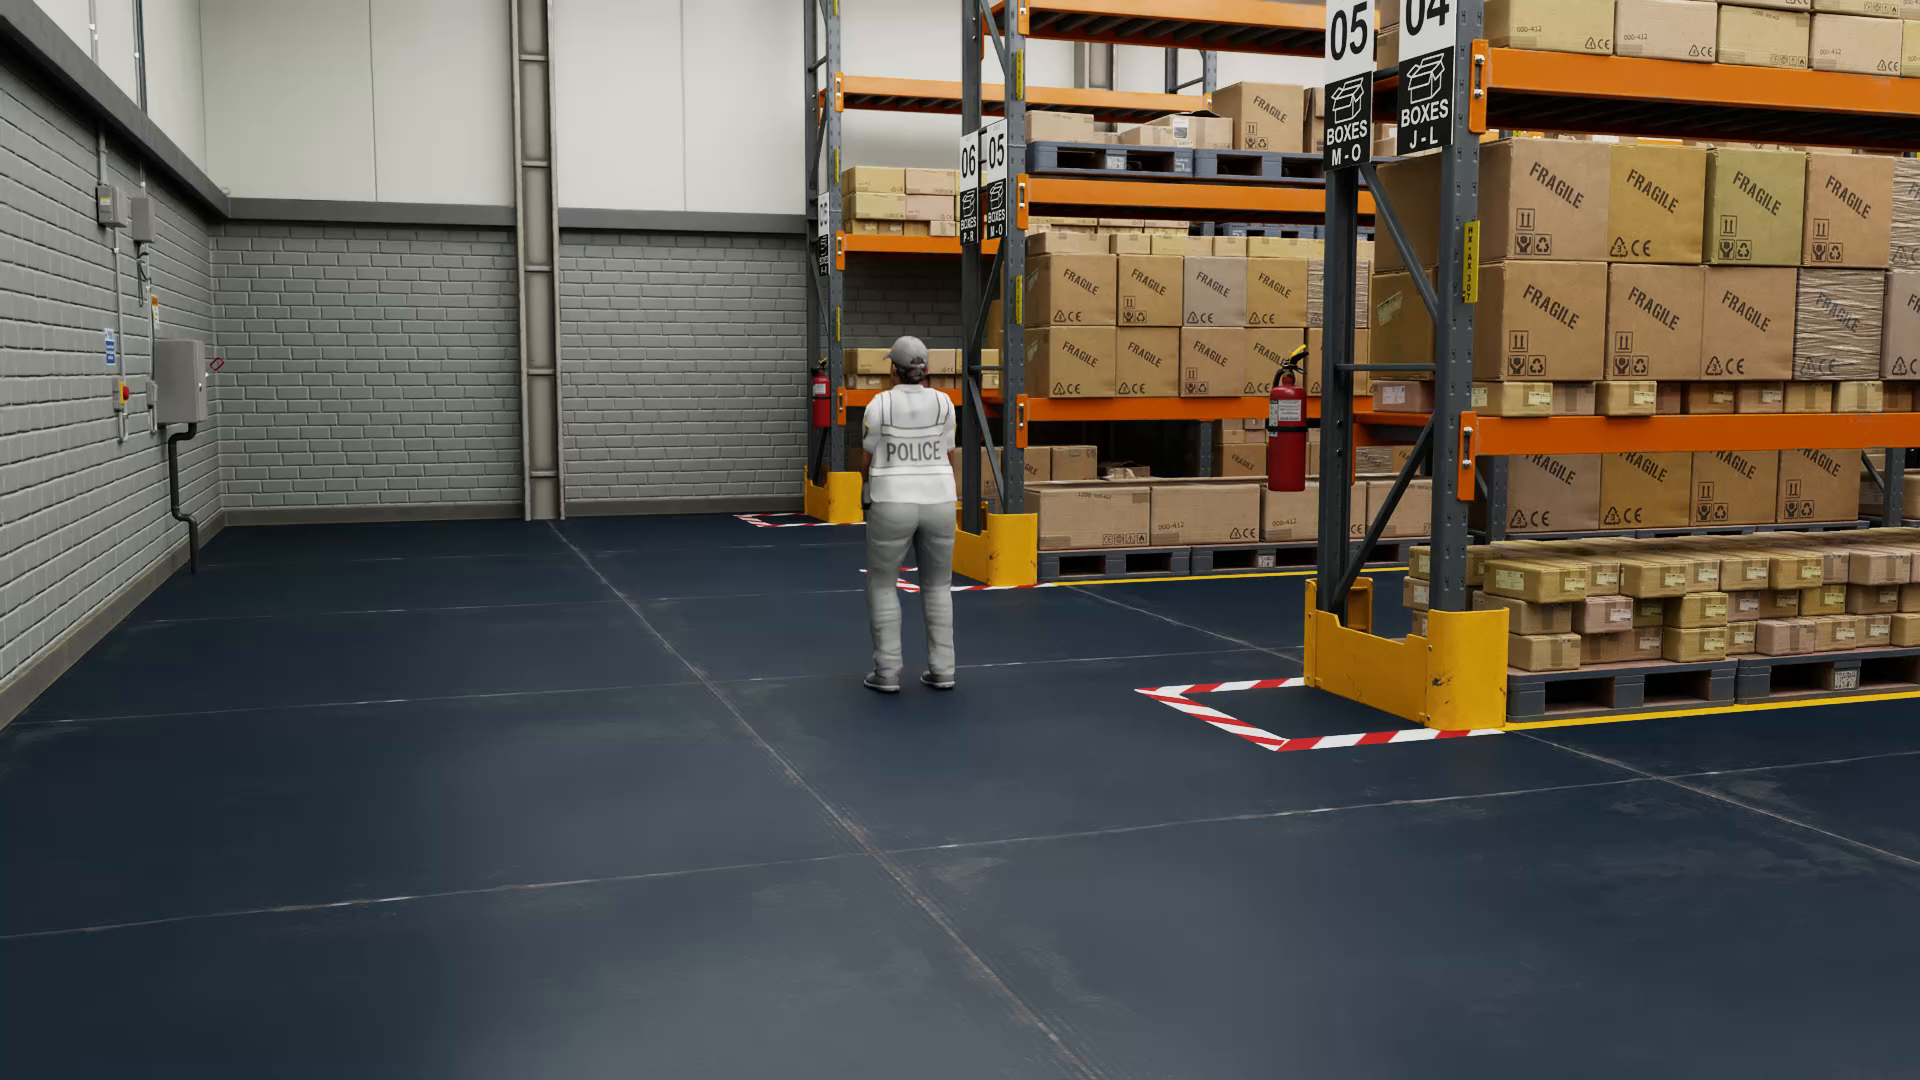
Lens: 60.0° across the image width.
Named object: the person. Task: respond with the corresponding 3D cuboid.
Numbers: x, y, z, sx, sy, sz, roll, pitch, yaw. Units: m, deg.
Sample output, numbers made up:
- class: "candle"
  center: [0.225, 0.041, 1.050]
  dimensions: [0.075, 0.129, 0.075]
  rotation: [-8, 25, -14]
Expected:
- class: "person"
  center: [-0.259, -0.127, 7.852]
  dimensions: [0.454, 1.655, 0.535]
  rotation: [-2, 6, -18]
